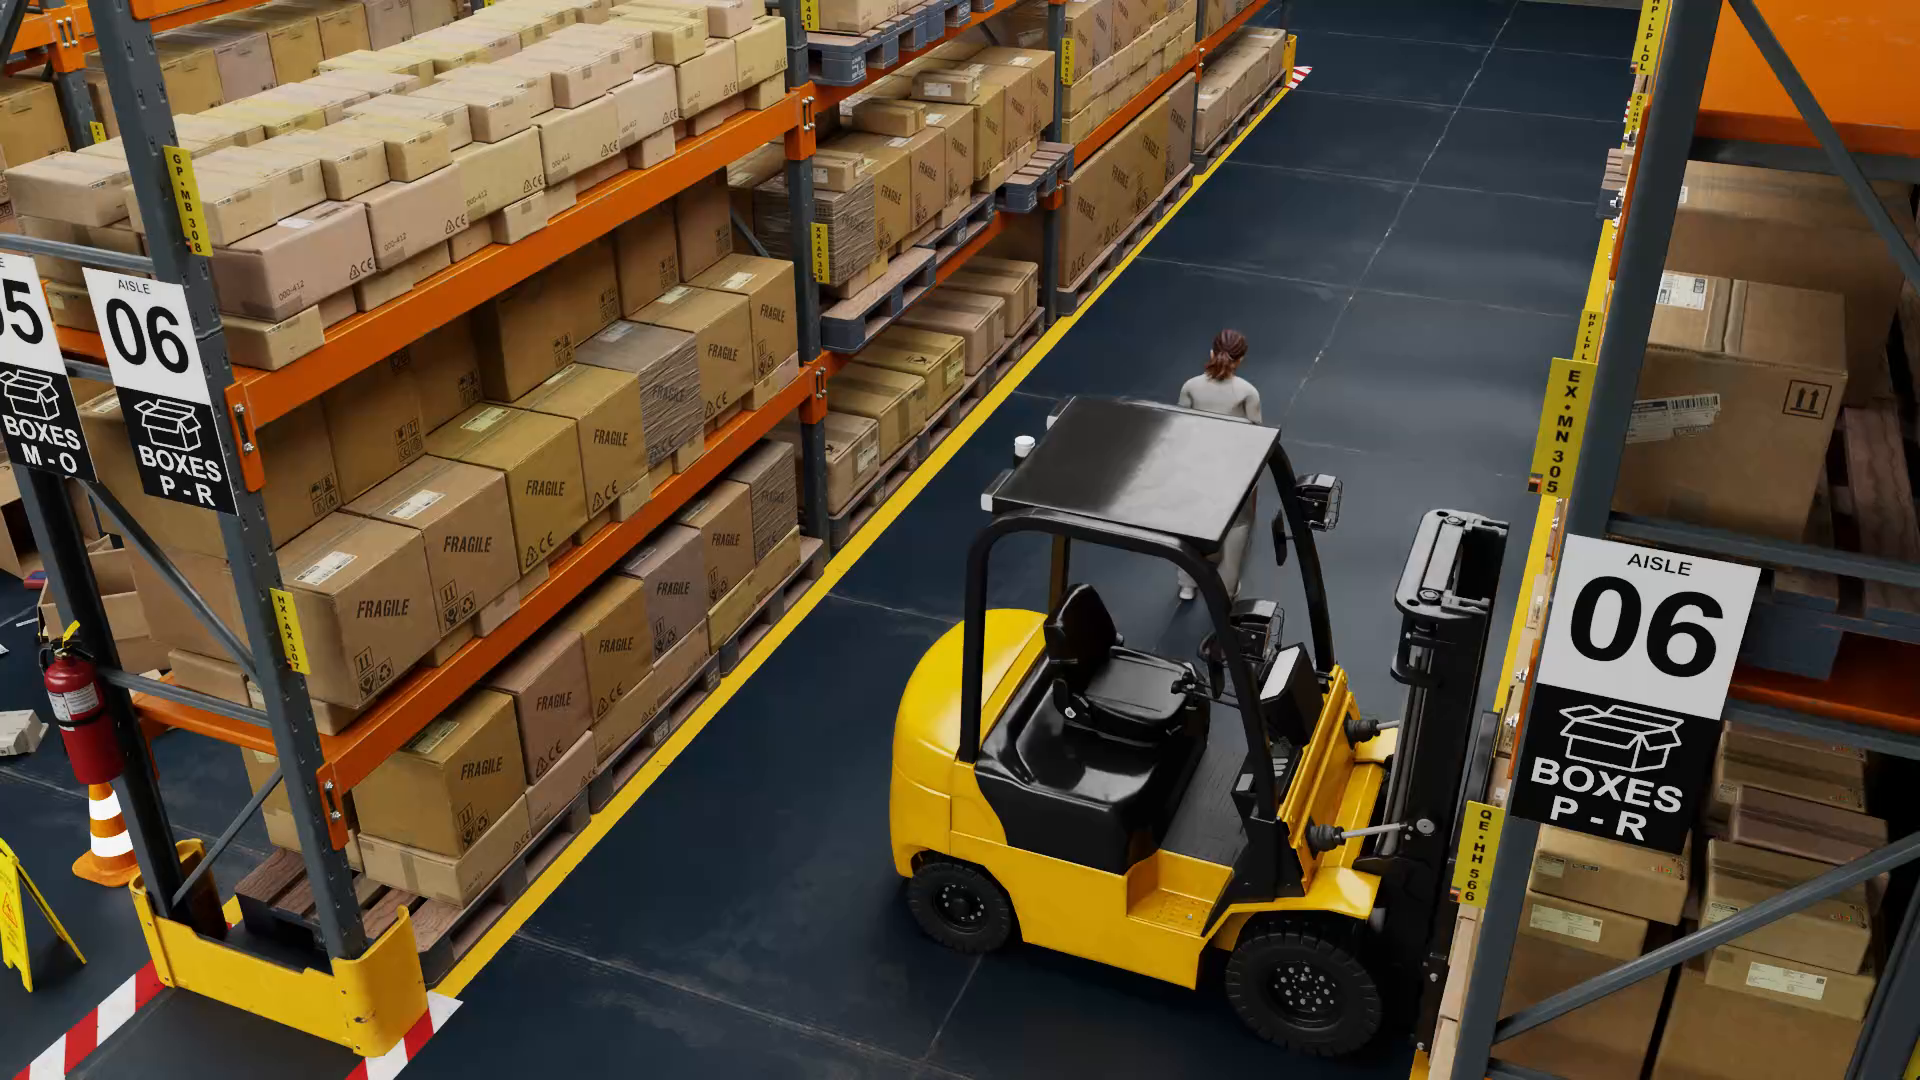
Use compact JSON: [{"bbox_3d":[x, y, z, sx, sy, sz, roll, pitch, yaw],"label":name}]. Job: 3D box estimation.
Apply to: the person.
[{"bbox_3d":[1.403,-0.388,9.204,0.478,1.556,0.489,12,32,20],"label":"person"}]
